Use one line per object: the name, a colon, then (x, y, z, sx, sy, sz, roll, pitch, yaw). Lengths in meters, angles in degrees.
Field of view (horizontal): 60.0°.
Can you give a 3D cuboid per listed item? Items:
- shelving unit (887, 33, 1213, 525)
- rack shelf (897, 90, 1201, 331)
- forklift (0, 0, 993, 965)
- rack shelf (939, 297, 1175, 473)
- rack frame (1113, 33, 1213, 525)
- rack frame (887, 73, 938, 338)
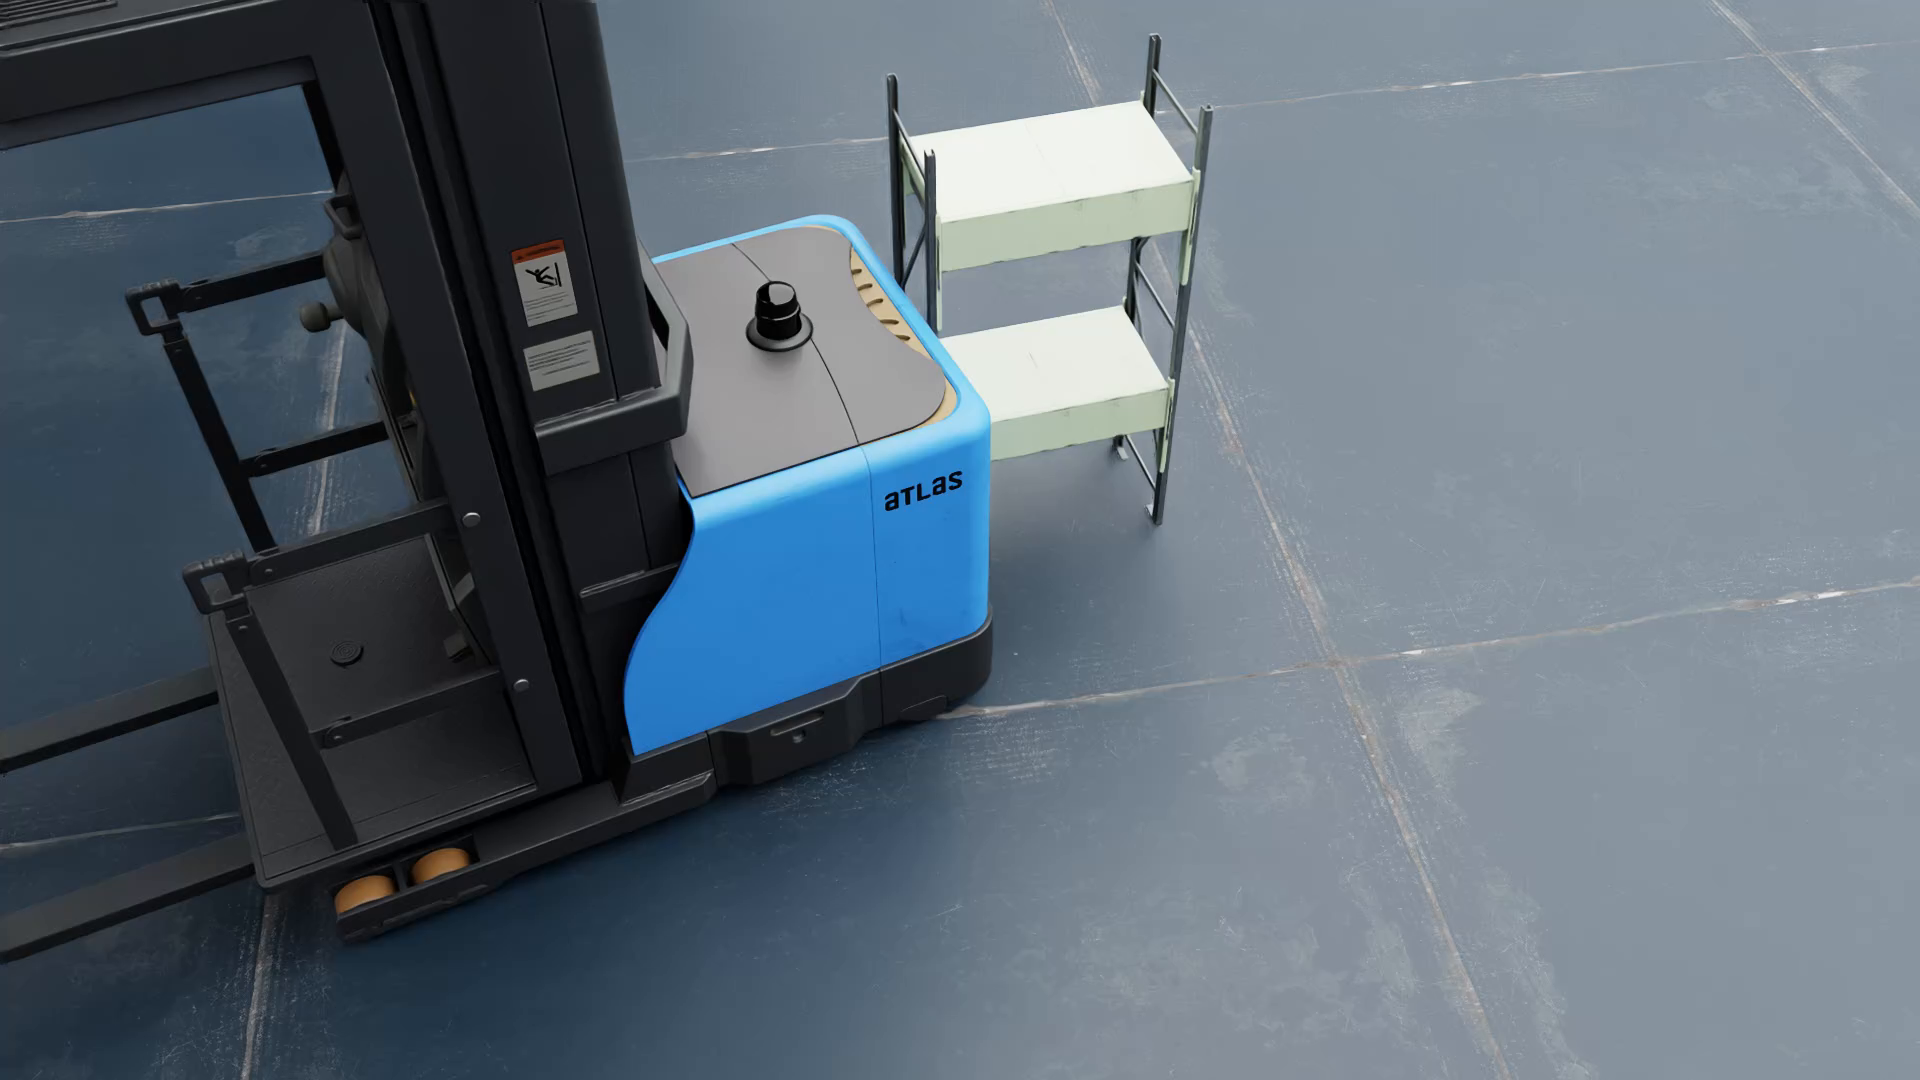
shelving unit: (0.226, -0.633, 4.819, 0.755, 1.500, 0.431, -12, 47, -11)
rack shelf: (0.226, -0.904, 4.538, 0.720, 0.370, 0.431, -12, 47, -11)
forklift: (-1.467, -0.437, 3.636, 3.031, 2.935, 1.130, -19, 49, -17)
rack shelf: (0.226, -0.407, 5.053, 0.720, 0.370, 0.431, -12, 47, -11)
rack frame: (0.577, -0.707, 4.890, 0.023, 1.500, 0.400, -12, 47, -11)
rack frame: (-0.125, -0.559, 4.747, 0.023, 1.500, 0.400, -12, 47, -11)
